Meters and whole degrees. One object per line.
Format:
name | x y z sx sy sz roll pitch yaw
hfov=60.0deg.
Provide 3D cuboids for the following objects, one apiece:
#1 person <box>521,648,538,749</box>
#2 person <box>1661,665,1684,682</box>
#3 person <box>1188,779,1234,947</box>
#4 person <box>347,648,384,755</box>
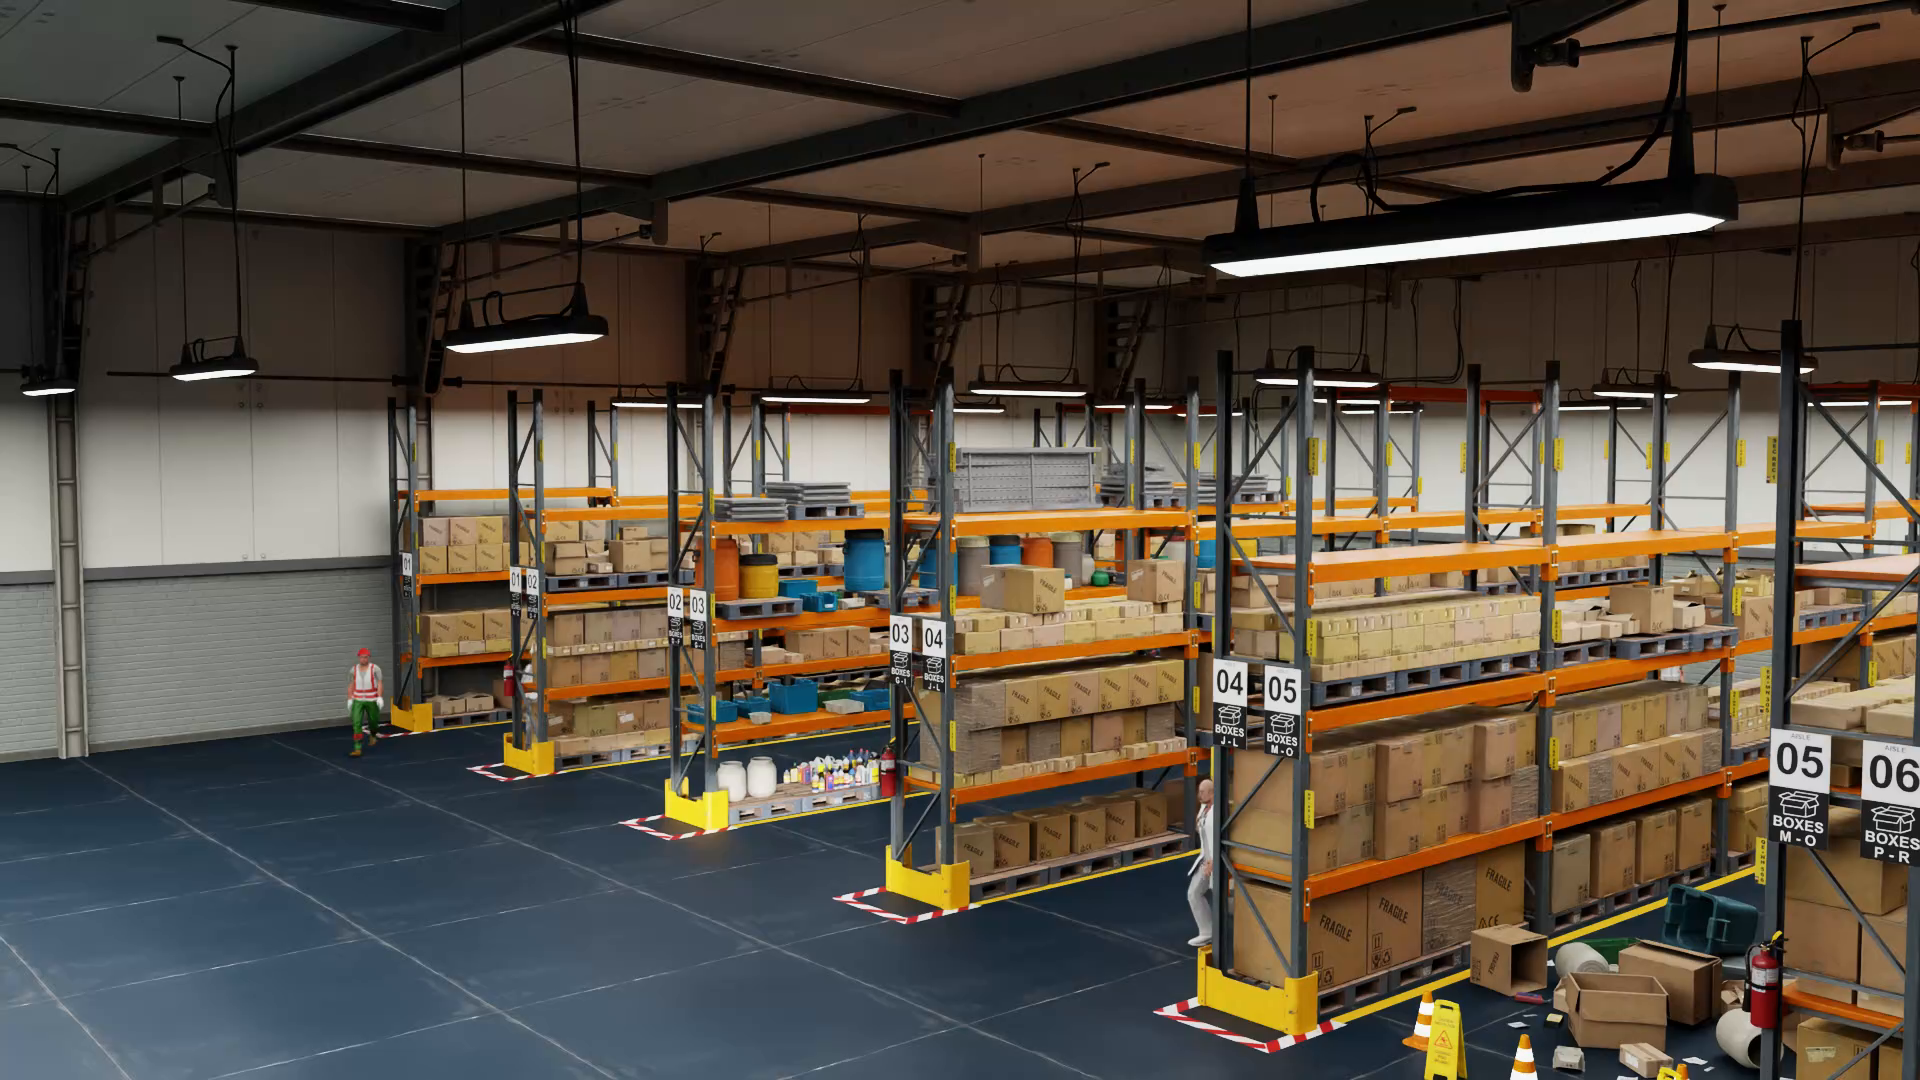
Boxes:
person | -7.187 2.663 28.122 0.612 1.770 0.768 2 4 29
person | 12.824 2.571 30.137 0.522 1.650 0.991 0 3 -2
person | 2.695 3.316 17.250 0.848 1.695 0.620 -2 4 -31
person | -9.902 2.668 27.696 0.604 1.760 0.962 -1 3 -11
